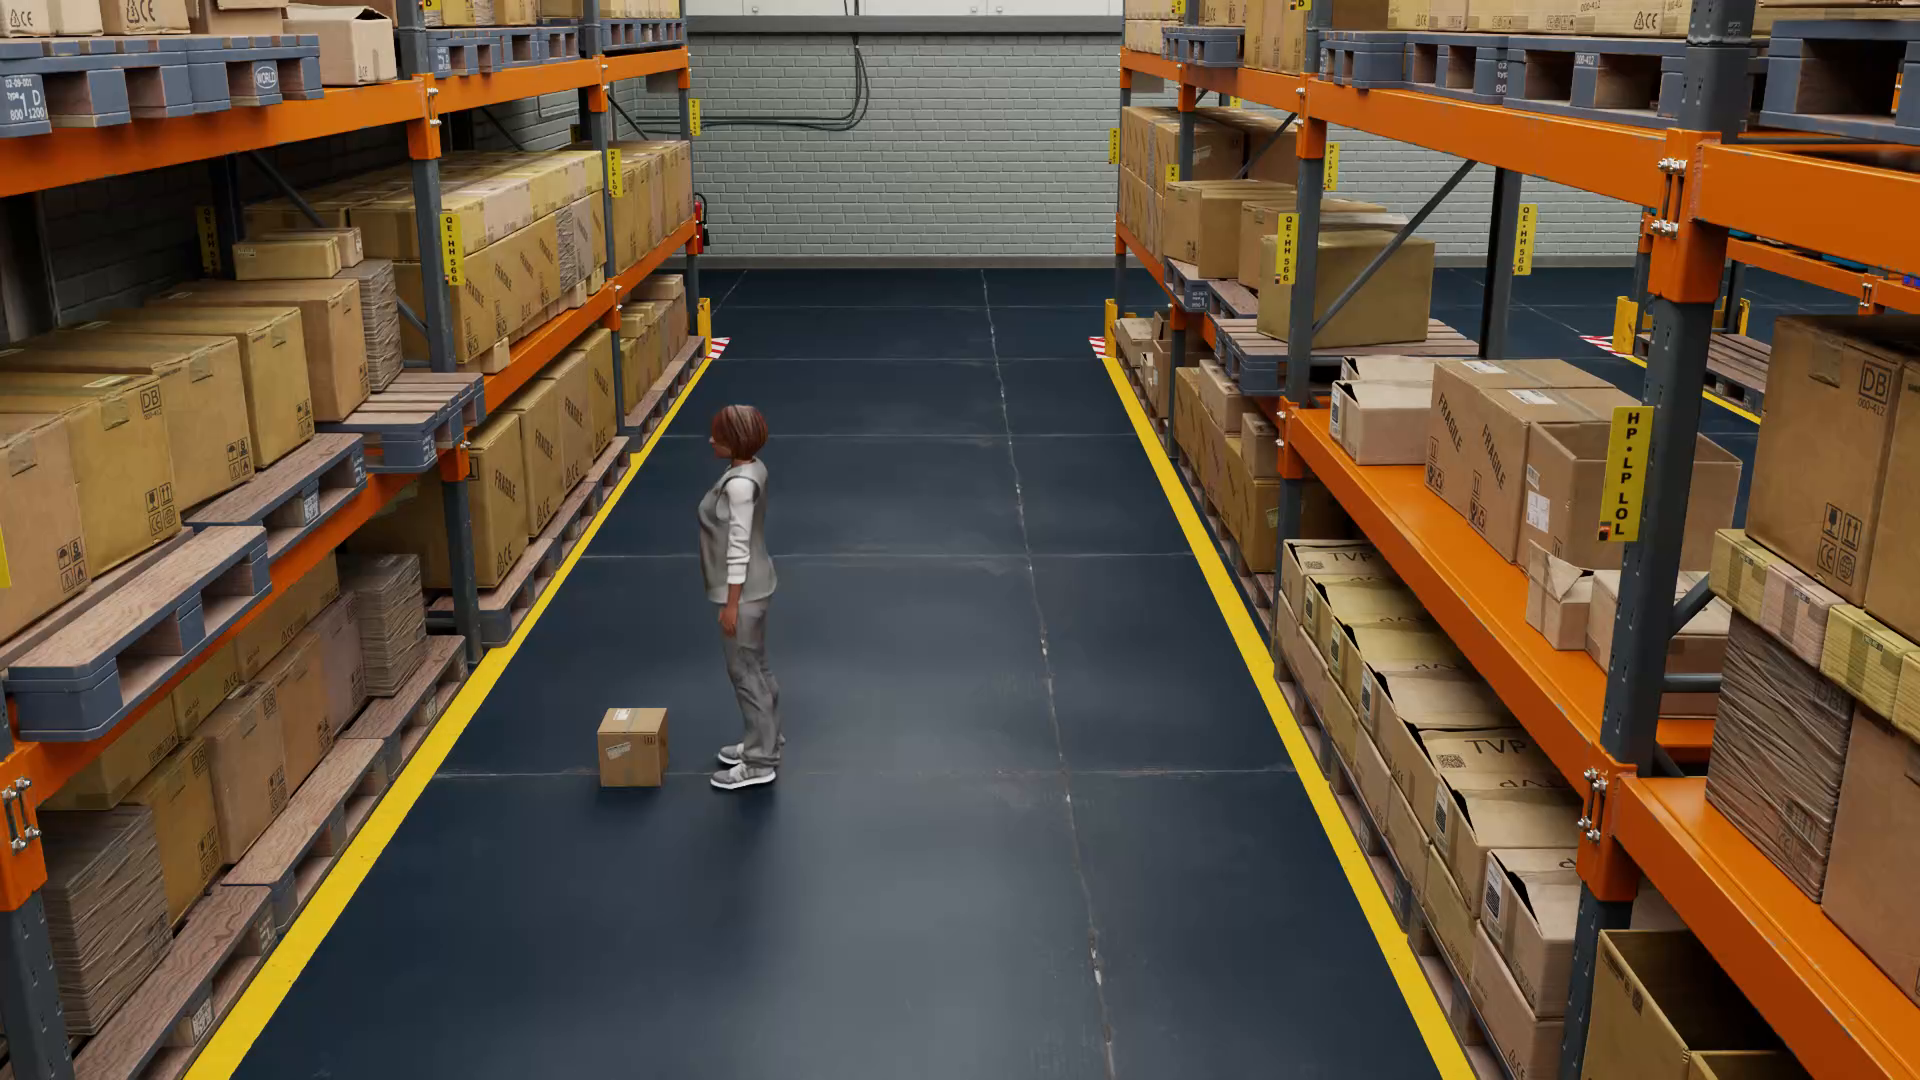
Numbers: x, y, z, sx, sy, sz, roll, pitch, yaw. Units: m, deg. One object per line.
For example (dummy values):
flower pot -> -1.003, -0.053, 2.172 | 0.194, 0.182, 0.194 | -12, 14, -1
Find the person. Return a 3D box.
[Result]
person -> -0.898, 0.229, 6.815 | 0.305, 1.607, 0.406 | 0, 17, 0
